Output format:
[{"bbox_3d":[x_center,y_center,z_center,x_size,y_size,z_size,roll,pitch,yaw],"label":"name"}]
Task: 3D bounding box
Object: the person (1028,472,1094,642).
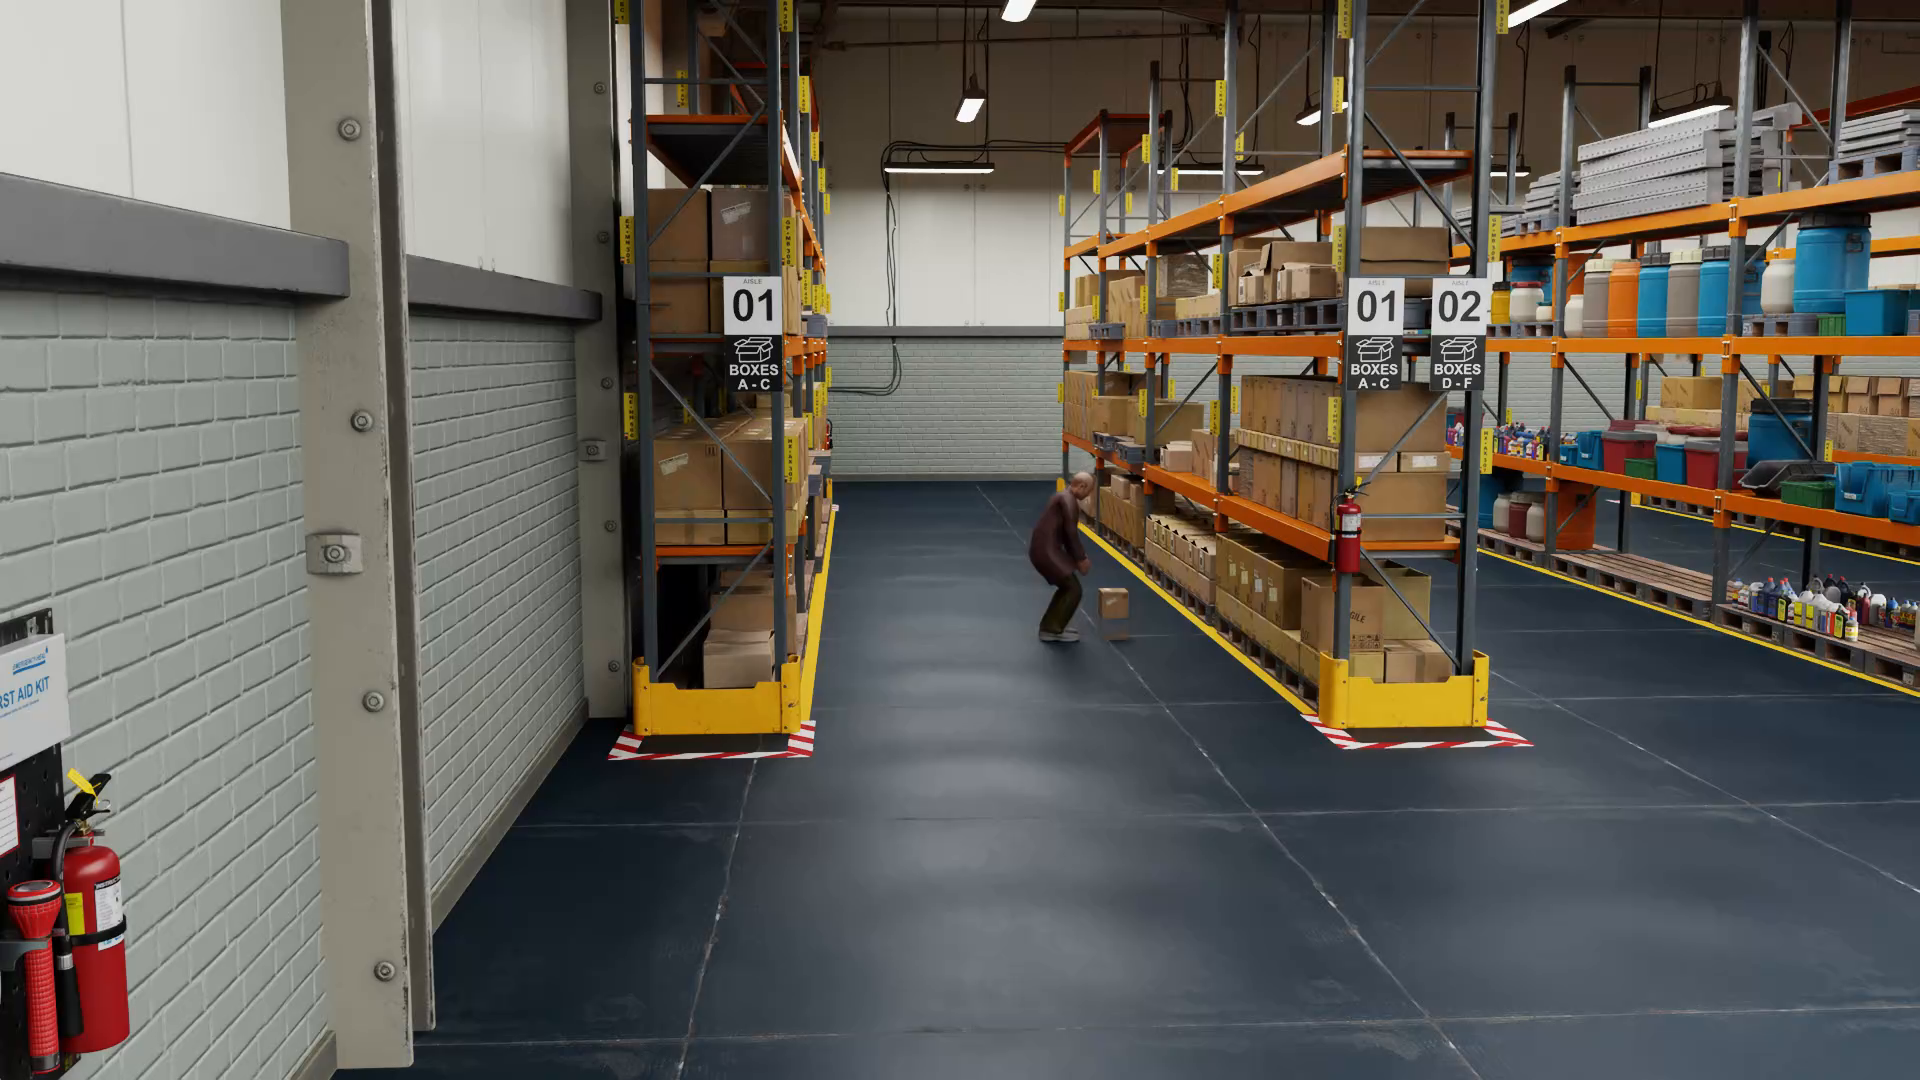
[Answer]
[{"bbox_3d":[0.944,0.148,15.514,0.612,1.558,0.625,0,7,-3],"label":"person"}]
